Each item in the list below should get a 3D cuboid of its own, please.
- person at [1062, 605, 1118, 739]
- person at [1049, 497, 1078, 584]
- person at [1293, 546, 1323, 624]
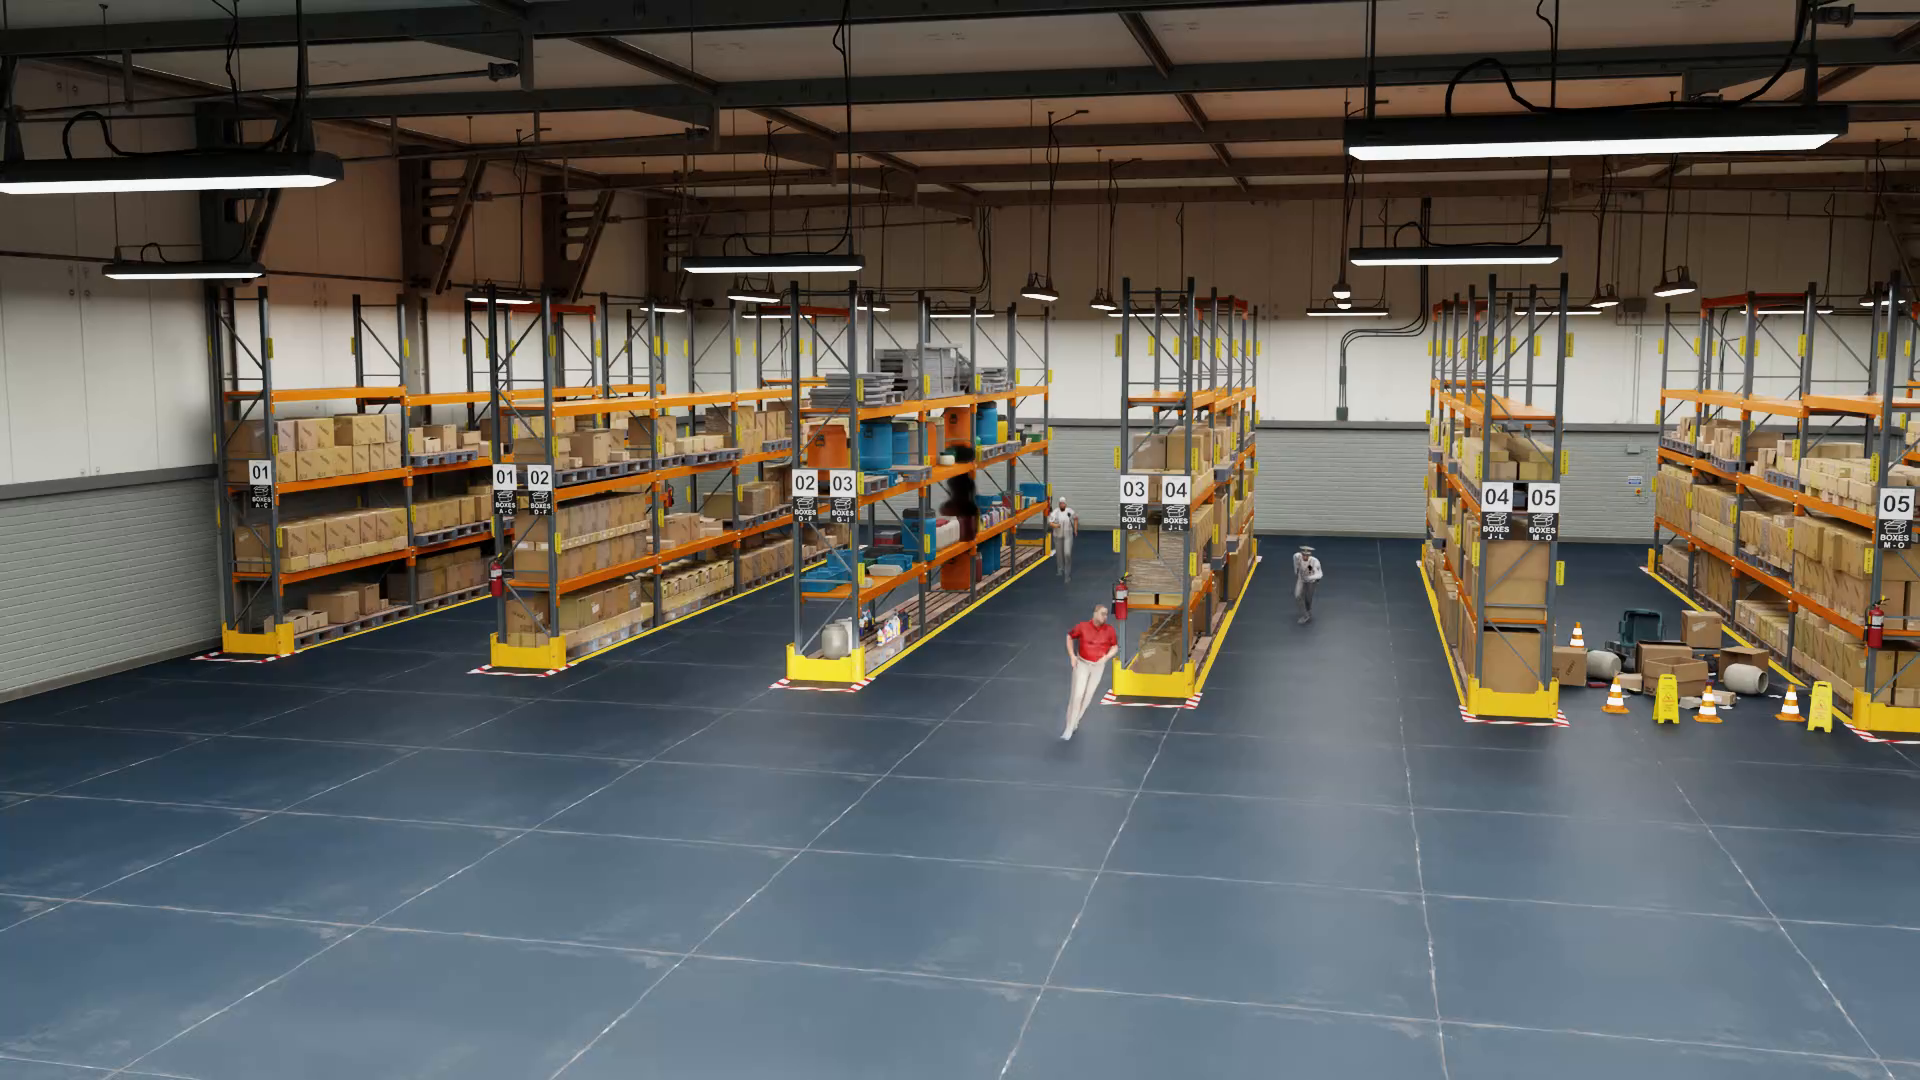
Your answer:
[{"bbox_3d":[1.662,1.710,21.652,0.801,1.758,0.627,-2,7,-13],"label":"person"},{"bbox_3d":[2.125,0.003,34.212,0.580,1.777,0.779,1,7,6],"label":"person"},{"bbox_3d":[6.405,0.807,30.564,0.593,1.452,1.056,3,7,22],"label":"person"}]
